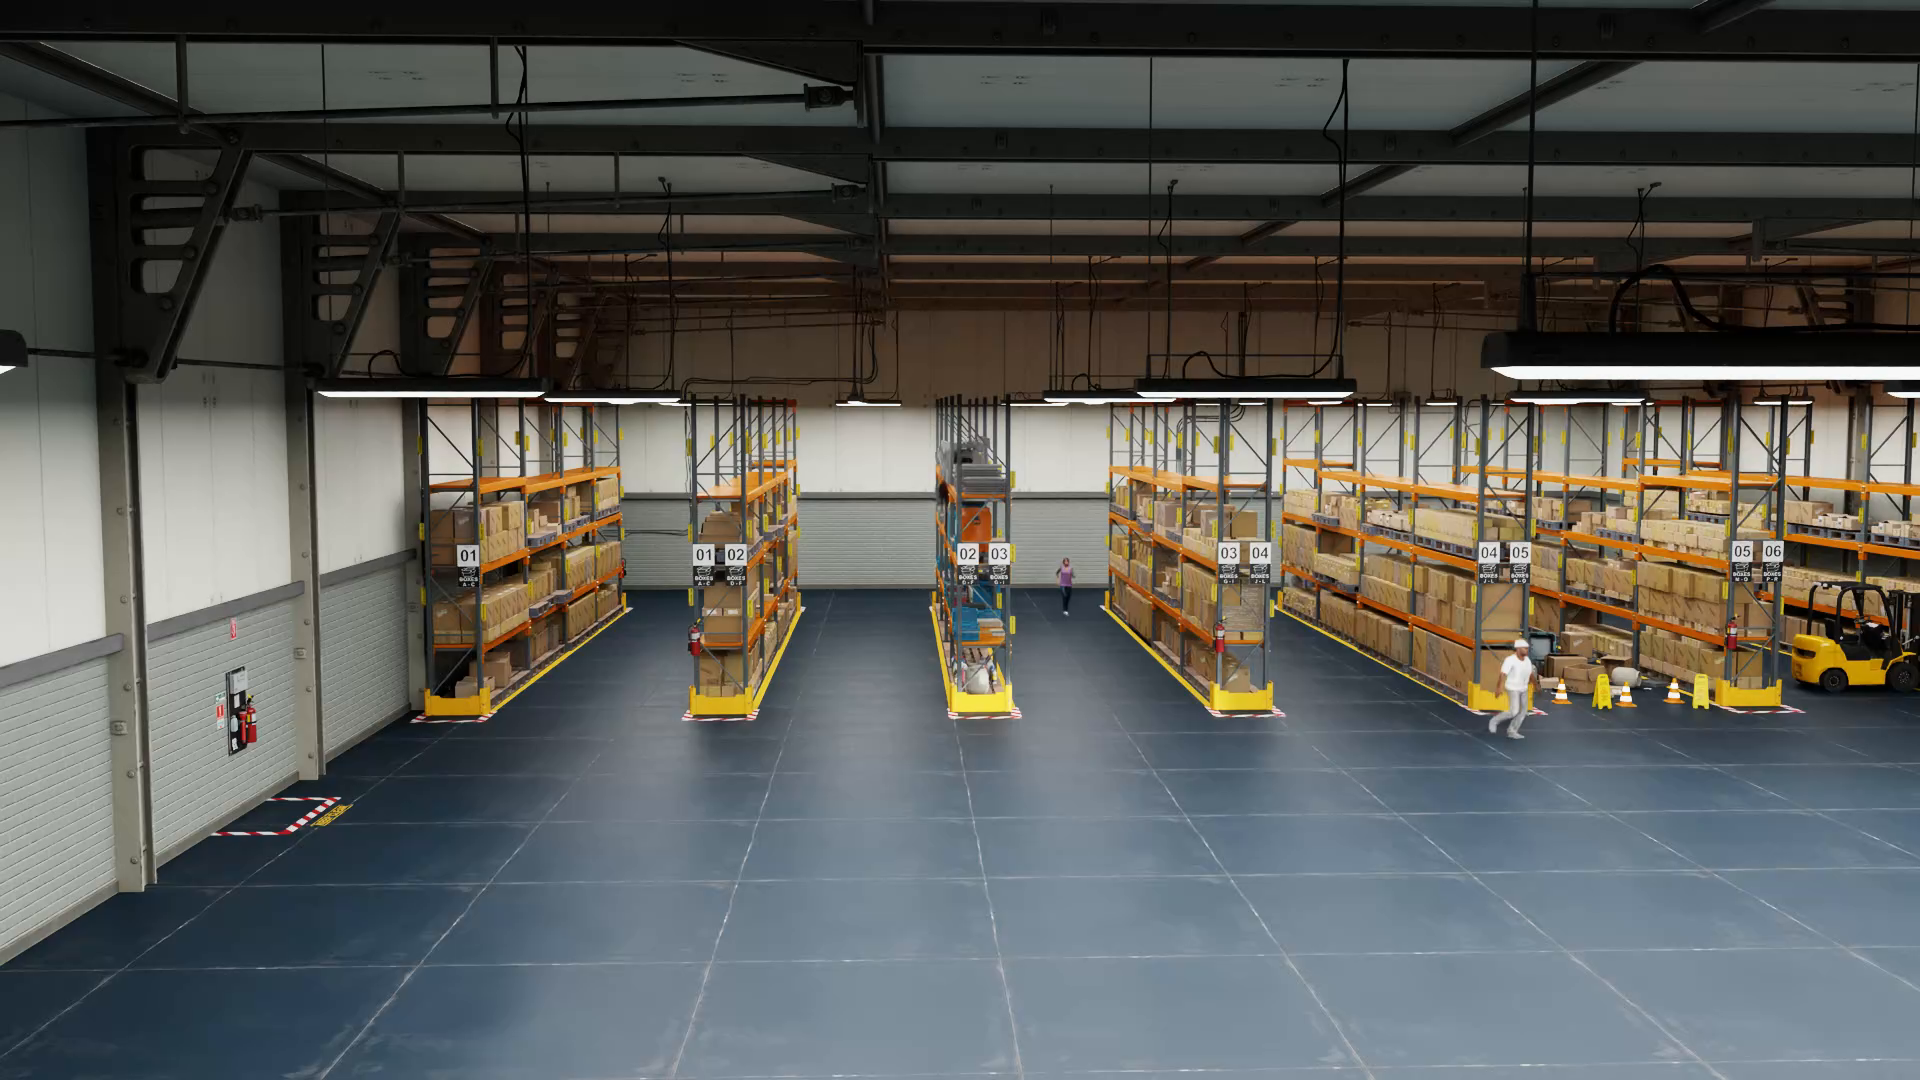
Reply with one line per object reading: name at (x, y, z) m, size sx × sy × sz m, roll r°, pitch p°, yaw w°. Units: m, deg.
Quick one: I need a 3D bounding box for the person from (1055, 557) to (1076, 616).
person at (2.934, 1.276, 46.092) m, size 0.527 × 1.591 × 0.888 m, roll -1°, pitch 5°, yaw -9°

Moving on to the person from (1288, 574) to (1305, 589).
person at (9.927, 1.052, 48.727) m, size 0.822 × 1.708 × 0.602 m, roll 0°, pitch 4°, yaw -2°

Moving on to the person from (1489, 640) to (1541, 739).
person at (9.616, 2.583, 28.883) m, size 0.728 × 1.728 × 0.688 m, roll -3°, pitch 5°, yaw -34°

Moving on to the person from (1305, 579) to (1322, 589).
person at (10.487, 0.968, 49.761) m, size 0.927 × 1.636 × 0.608 m, roll -3°, pitch 5°, yaw -34°
